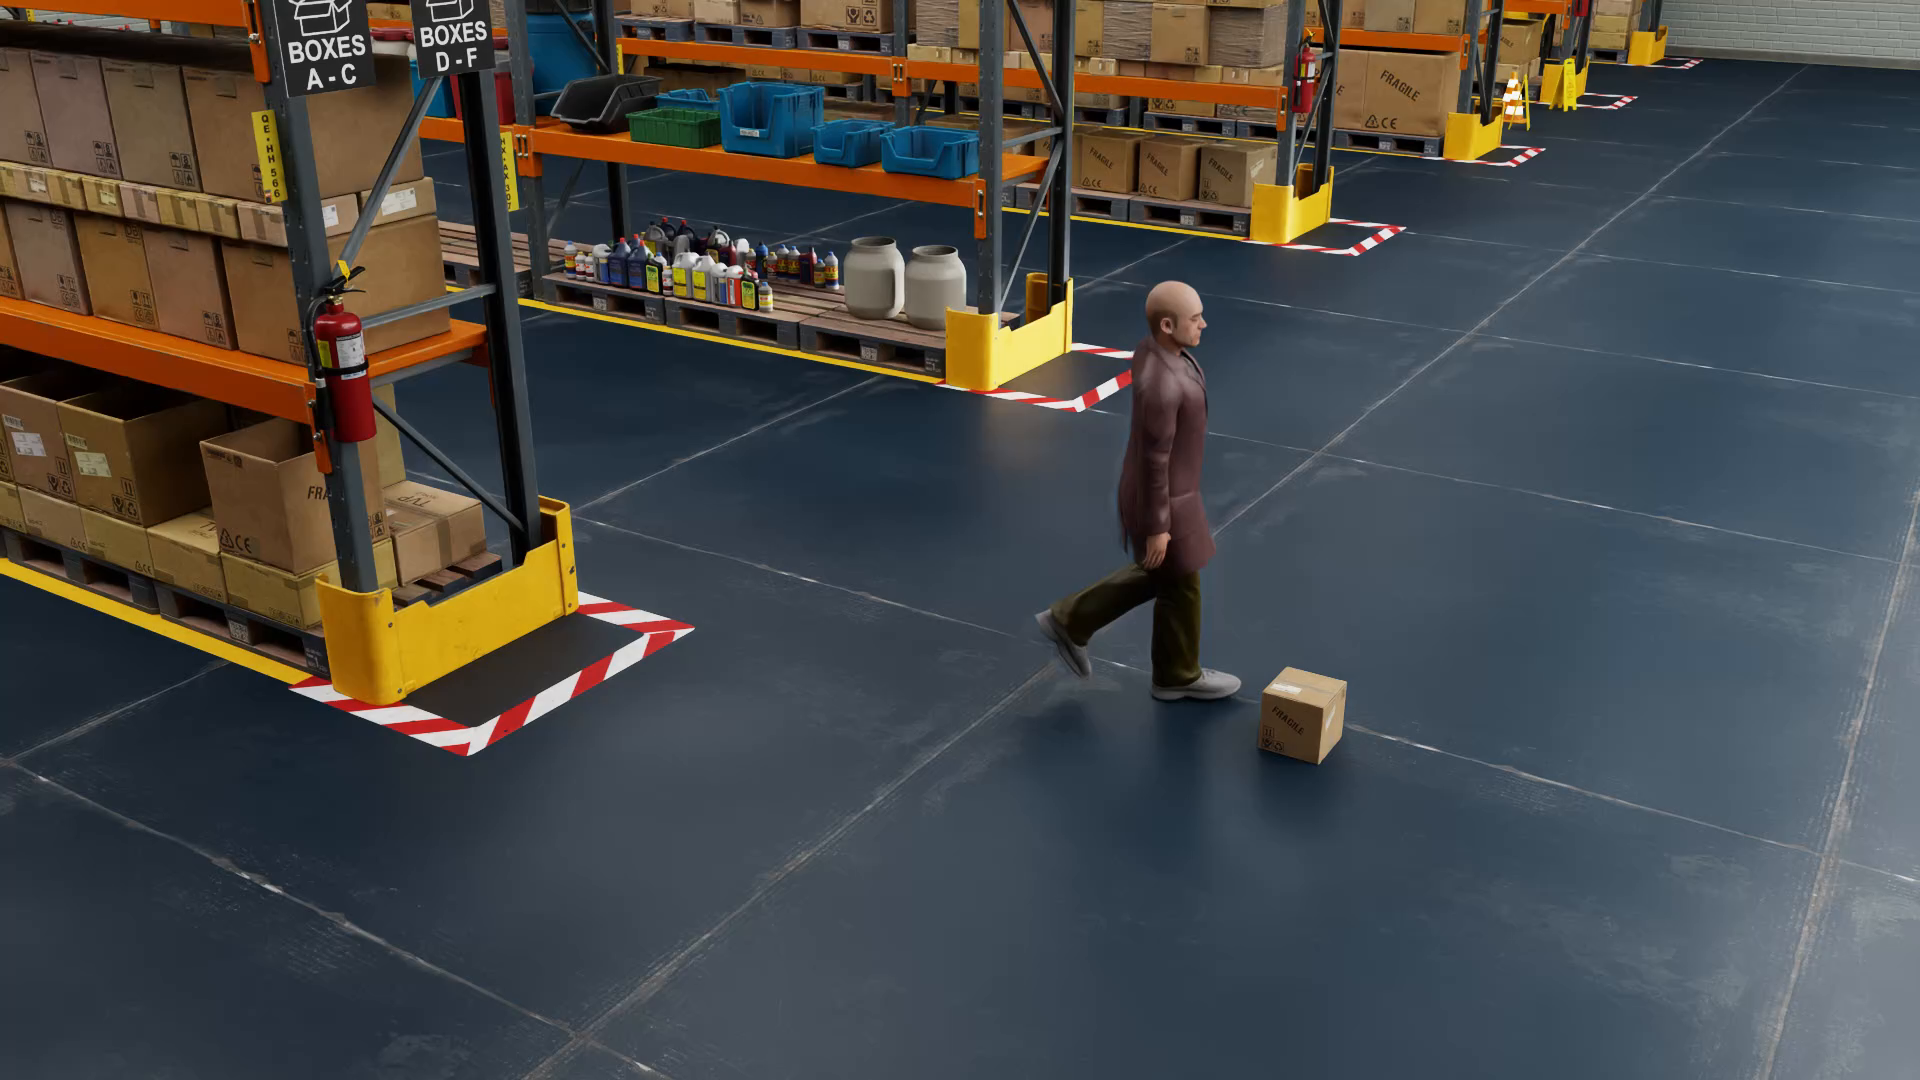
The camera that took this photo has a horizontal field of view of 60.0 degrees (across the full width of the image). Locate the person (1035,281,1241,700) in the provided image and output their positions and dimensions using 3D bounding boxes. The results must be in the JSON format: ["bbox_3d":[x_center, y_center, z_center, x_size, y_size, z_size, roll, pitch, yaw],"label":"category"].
[{"bbox_3d":[0.731,-0.155,6.471,0.853,1.763,0.615,0,23,0],"label":"person"}]
